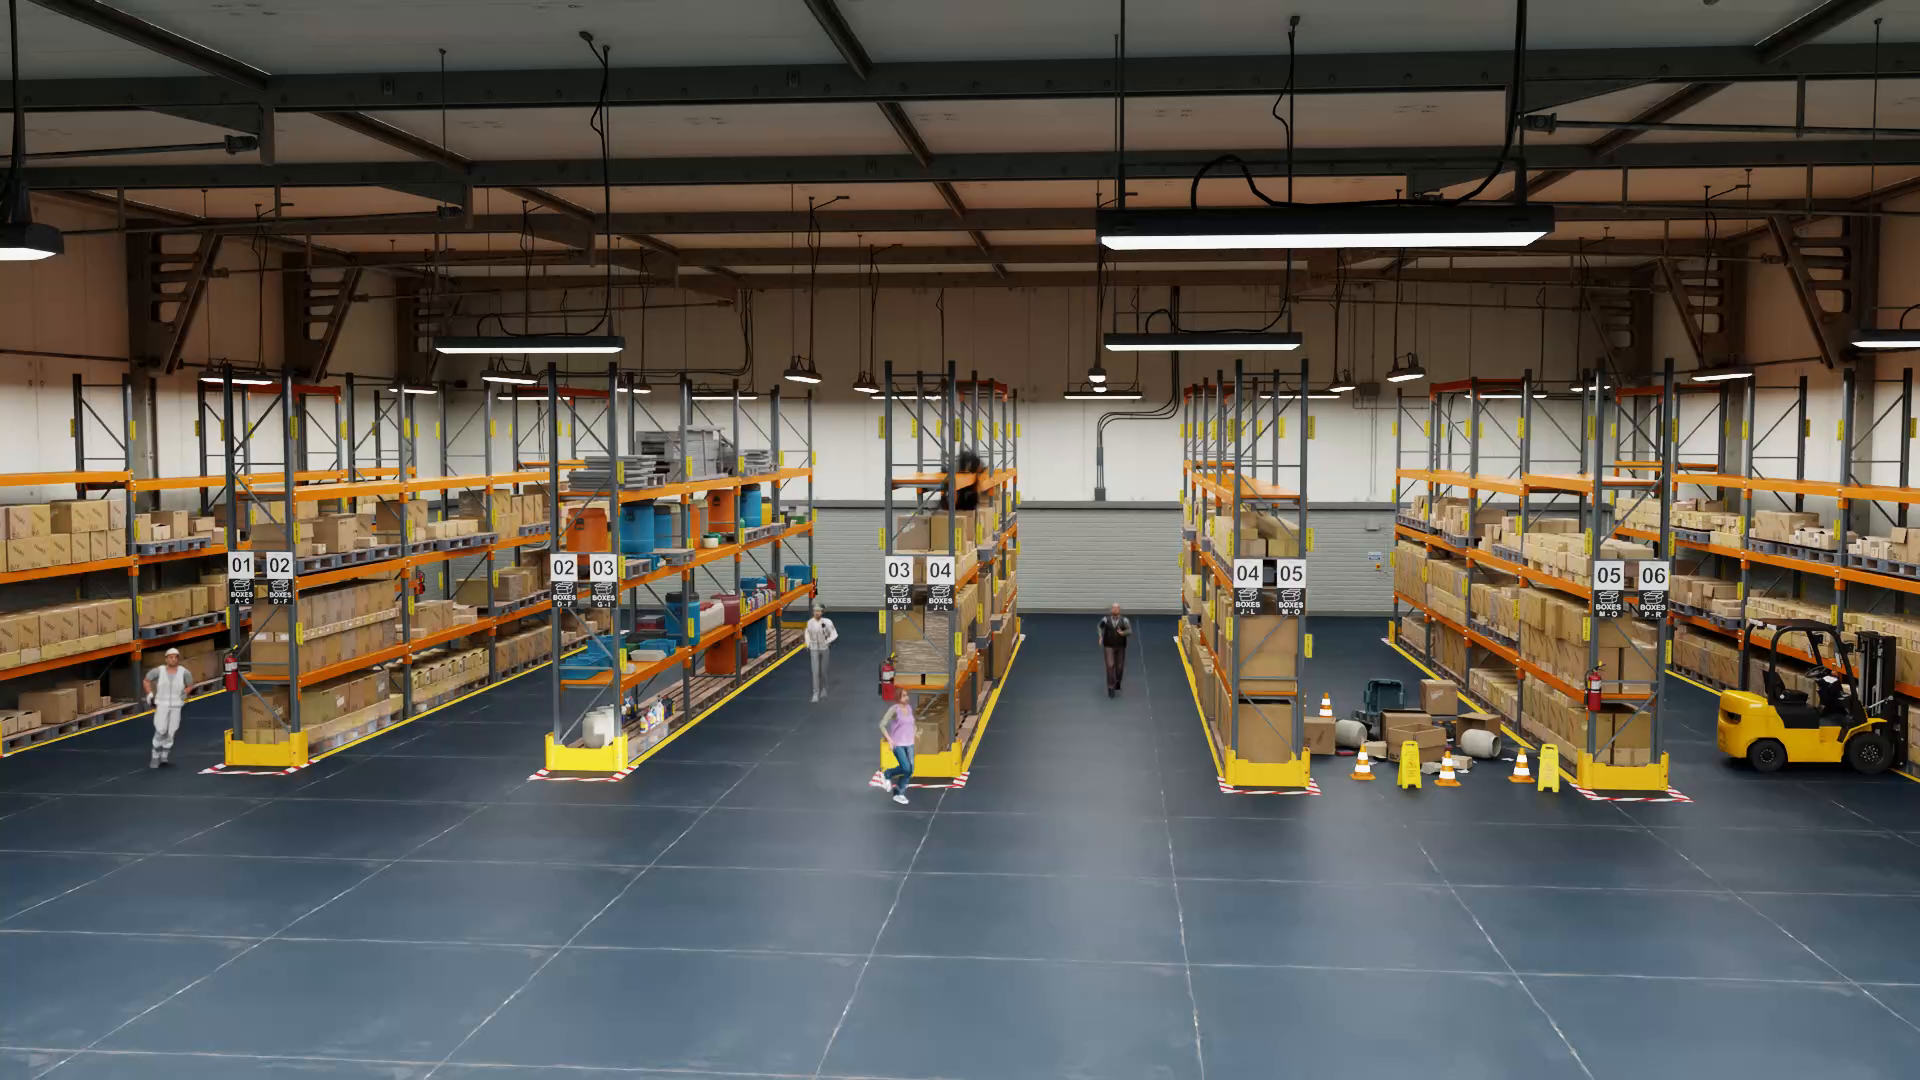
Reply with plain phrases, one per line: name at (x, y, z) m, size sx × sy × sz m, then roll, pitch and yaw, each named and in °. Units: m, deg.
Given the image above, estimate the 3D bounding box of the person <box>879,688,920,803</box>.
person at (-0.791, 2.765, 22.384) m, size 0.545 × 1.554 × 0.545 m, roll -4°, pitch 5°, yaw -44°

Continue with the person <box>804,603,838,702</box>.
person at (-2.440, 1.949, 29.052) m, size 0.610 × 1.728 × 0.775 m, roll 0°, pitch 4°, yaw 5°

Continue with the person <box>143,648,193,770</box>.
person at (-11.779, 2.502, 24.796) m, size 0.651 × 1.789 × 0.724 m, roll -3°, pitch 5°, yaw -34°

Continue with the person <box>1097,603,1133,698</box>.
person at (2.930, 2.052, 31.421) m, size 0.649 × 1.730 × 0.938 m, roll 0°, pitch 4°, yaw 1°
